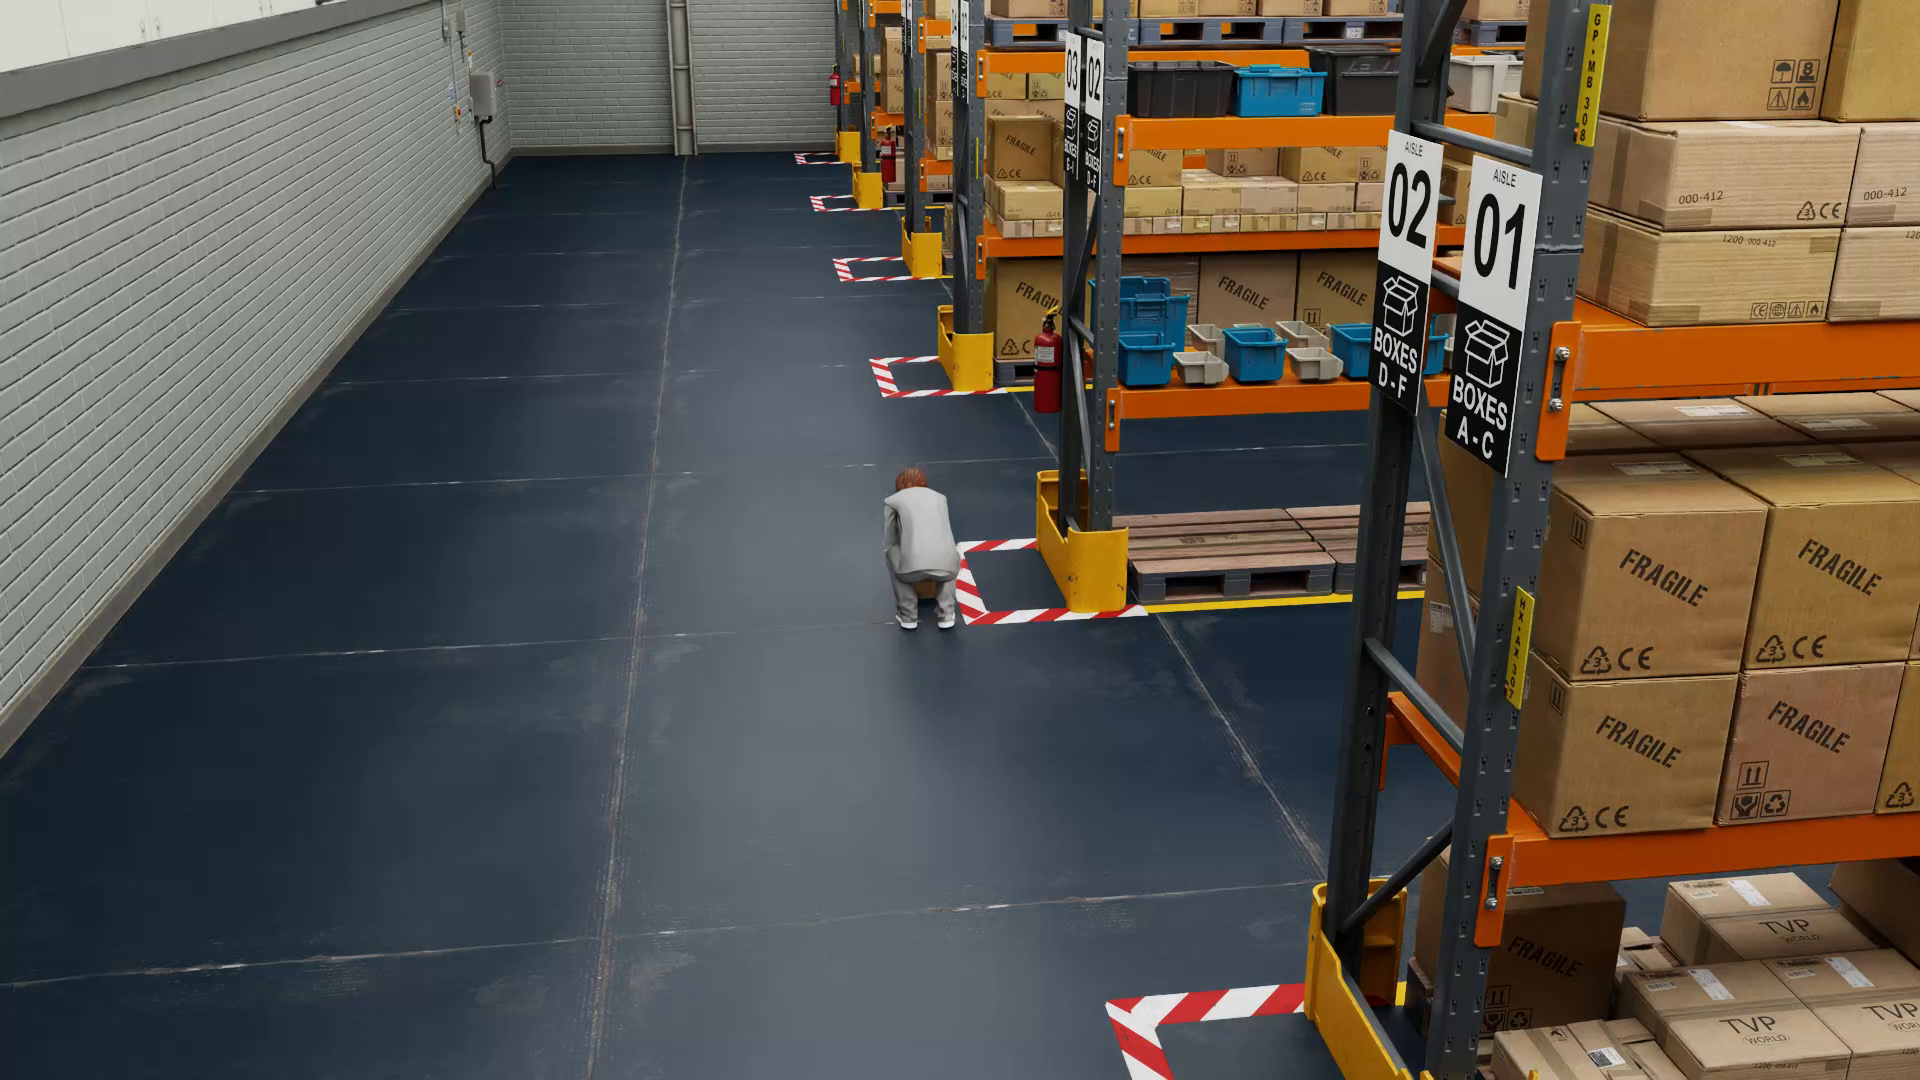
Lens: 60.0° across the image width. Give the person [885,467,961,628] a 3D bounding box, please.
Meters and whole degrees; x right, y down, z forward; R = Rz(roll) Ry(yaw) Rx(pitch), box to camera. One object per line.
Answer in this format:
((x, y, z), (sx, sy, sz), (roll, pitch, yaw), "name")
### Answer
((-0.216, 0.054, 9.595), (0.432, 0.802, 0.782), (-1, 20, -4), "person")
